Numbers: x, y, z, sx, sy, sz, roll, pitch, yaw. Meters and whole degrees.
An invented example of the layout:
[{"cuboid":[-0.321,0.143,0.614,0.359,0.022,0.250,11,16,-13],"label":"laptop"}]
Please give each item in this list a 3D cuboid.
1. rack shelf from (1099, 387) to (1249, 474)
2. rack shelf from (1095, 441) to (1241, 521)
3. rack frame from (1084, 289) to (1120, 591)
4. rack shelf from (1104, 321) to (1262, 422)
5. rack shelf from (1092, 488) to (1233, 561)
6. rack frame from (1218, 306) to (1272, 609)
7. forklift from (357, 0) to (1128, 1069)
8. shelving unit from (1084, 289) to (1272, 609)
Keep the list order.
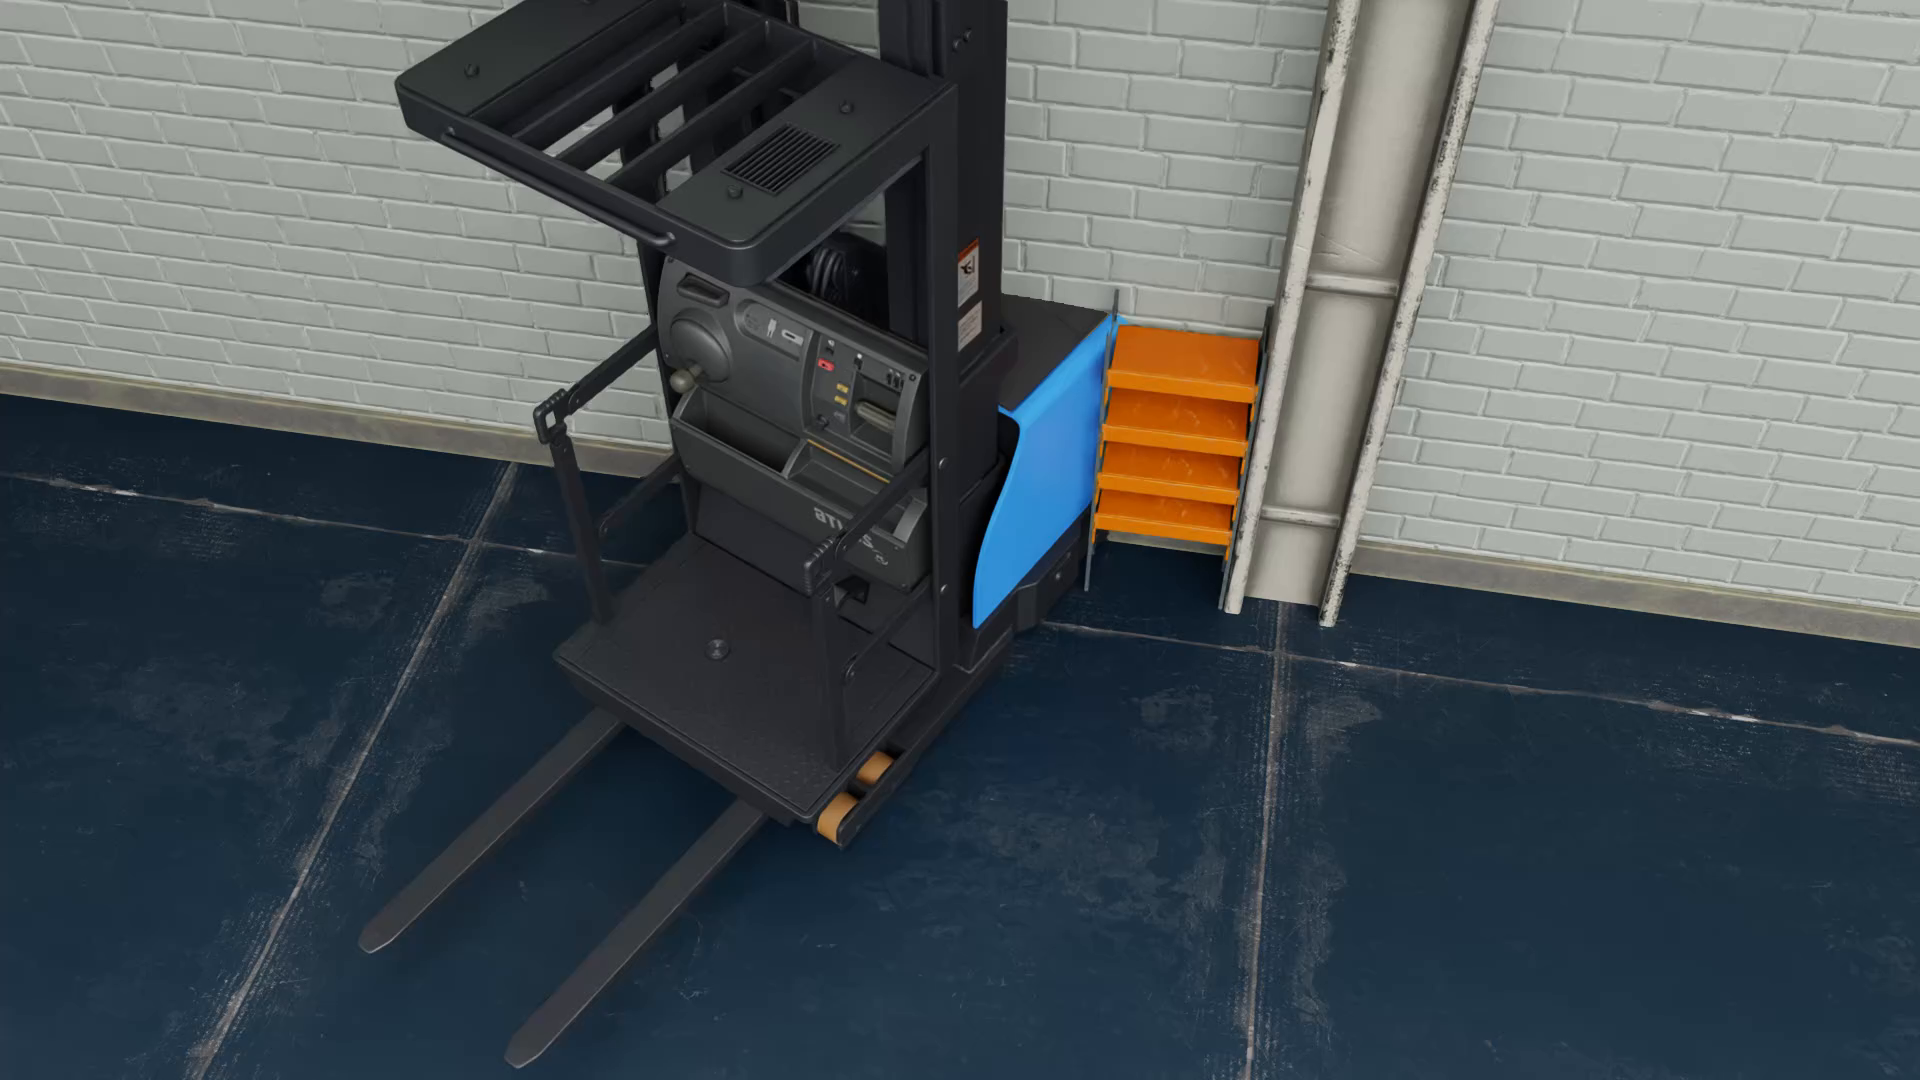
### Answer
[{"cuboid":[0.725,-0.387,5.577,0.480,0.148,0.258,7,47,7],"label":"rack shelf"},{"cuboid":[0.724,-0.234,5.739,0.480,0.148,0.258,7,47,7],"label":"rack shelf"},{"cuboid":[0.484,-0.311,5.719,0.015,1.200,0.240,7,47,7],"label":"rack frame"},{"cuboid":[0.726,-0.550,5.405,0.480,0.148,0.258,7,47,7],"label":"rack shelf"},{"cuboid":[0.723,-0.097,5.884,0.480,0.148,0.258,7,47,7],"label":"rack shelf"},{"cuboid":[0.965,-0.248,5.662,0.015,1.200,0.240,7,47,7],"label":"rack frame"},{"cuboid":[-0.624,-0.418,4.655,1.130,2.935,3.031,28,54,23],"label":"forklift"},{"cuboid":[0.724,-0.280,5.691,0.503,1.200,0.258,7,47,7],"label":"shelving unit"}]
